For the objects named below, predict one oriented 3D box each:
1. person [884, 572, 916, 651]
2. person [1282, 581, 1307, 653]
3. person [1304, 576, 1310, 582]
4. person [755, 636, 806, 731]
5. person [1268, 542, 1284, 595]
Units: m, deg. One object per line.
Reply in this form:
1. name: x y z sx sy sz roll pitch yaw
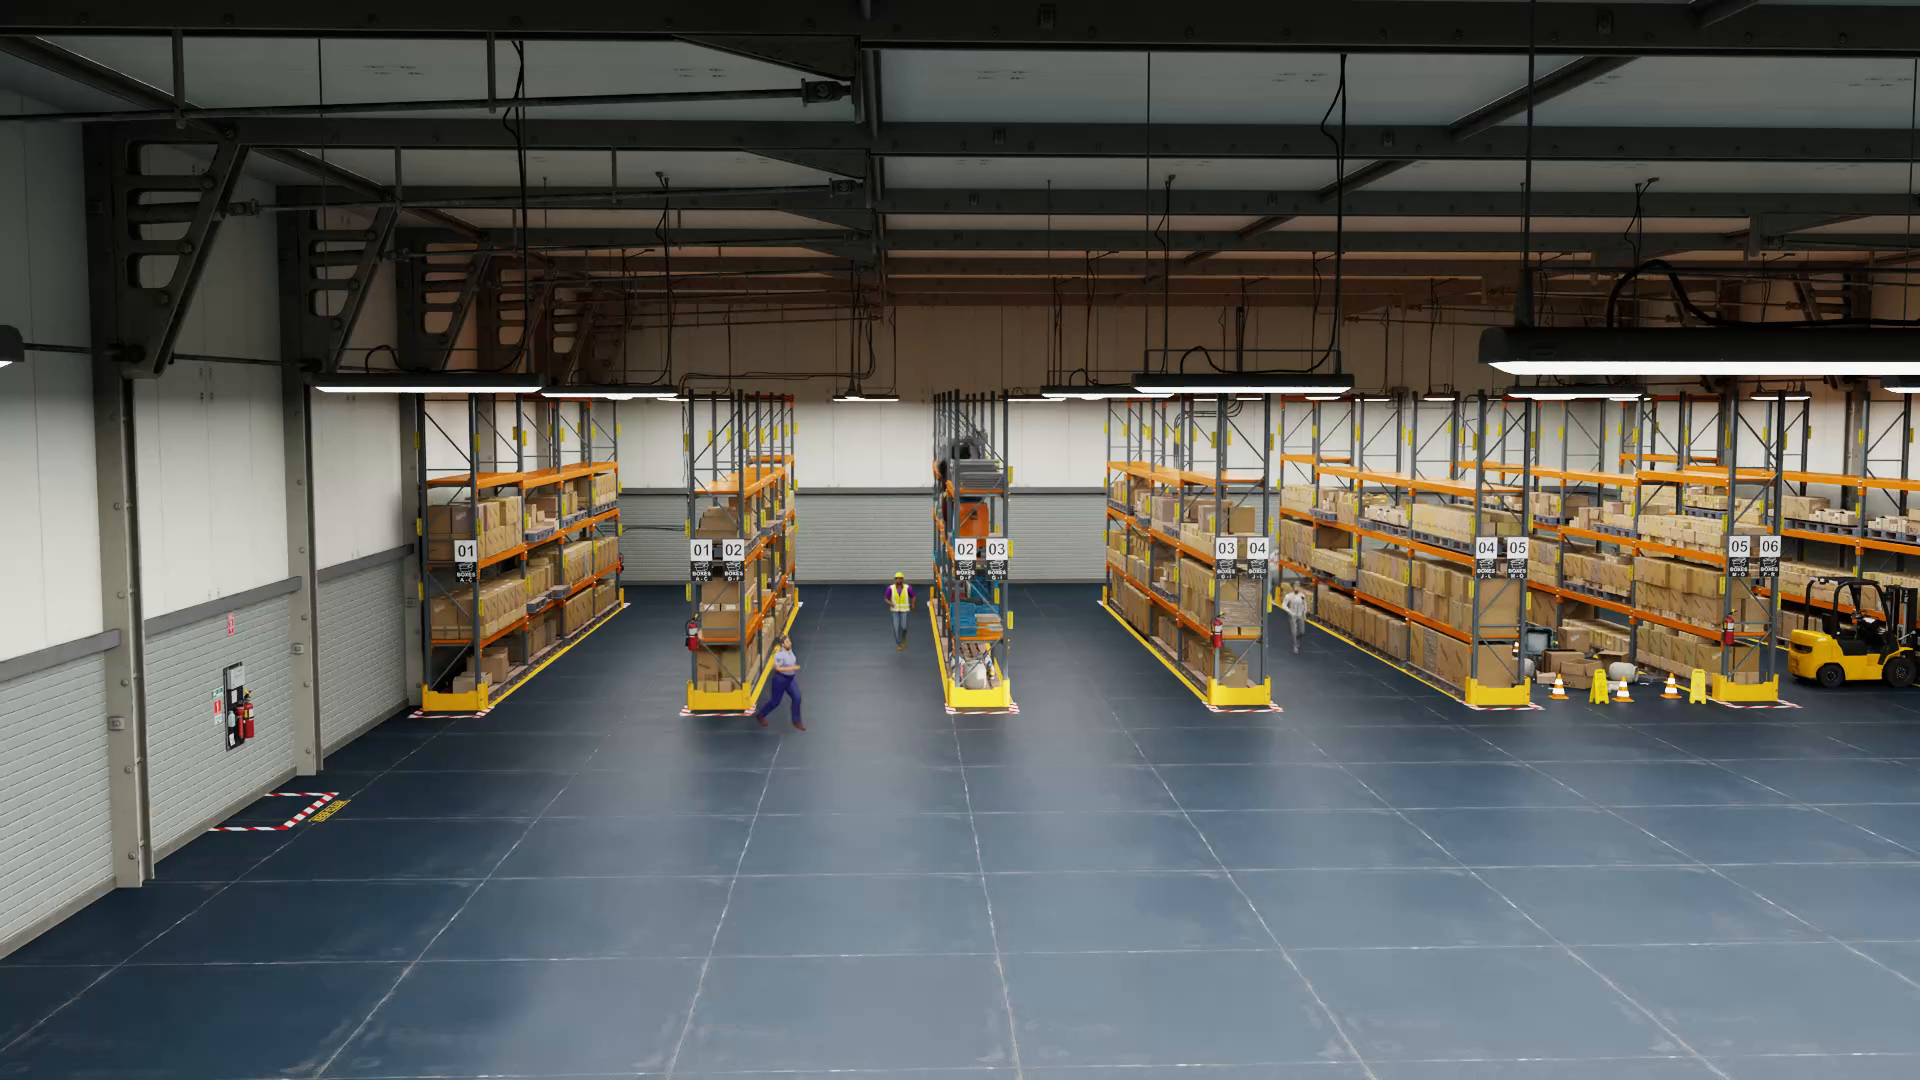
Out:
1. person: -1.318 1.586 36.571 0.691 1.745 0.586 0 5 -1
2. person: 7.747 1.765 38.413 0.625 1.664 0.521 -1 5 -6
3. person: 10.302 0.942 48.791 0.536 1.598 0.608 3 6 35
4. person: -3.143 2.520 29.305 0.908 1.688 0.613 3 5 29
5. person: 9.210 0.889 48.601 0.931 1.775 0.701 -2 5 -24
